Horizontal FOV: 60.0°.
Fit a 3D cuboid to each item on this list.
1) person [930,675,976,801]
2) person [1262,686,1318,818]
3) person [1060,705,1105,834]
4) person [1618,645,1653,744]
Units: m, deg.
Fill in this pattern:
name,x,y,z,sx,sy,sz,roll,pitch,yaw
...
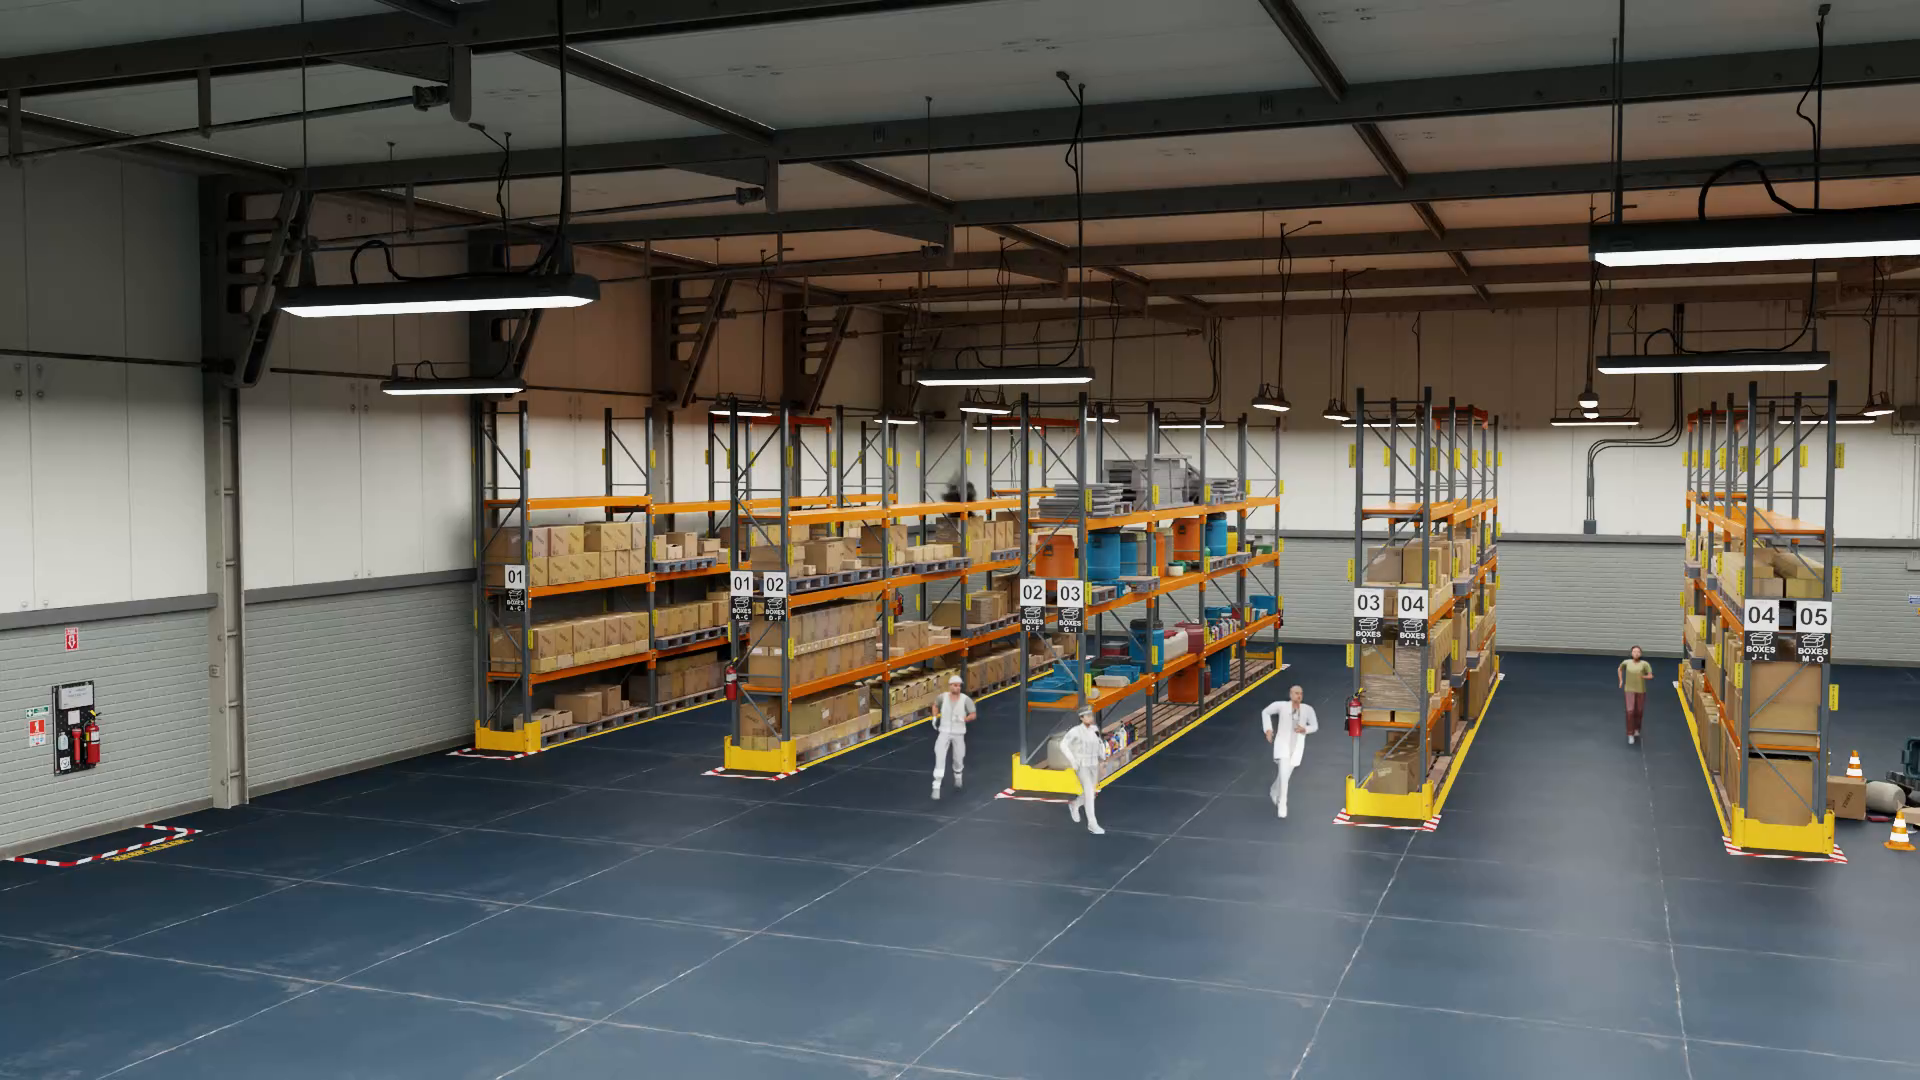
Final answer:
name,x,y,z,sx,sy,sz,roll,pitch,yaw
person,-0.092,2.901,24.764,0.674,1.779,1.008,0,3,3
person,4.711,2.970,23.682,0.727,1.807,0.959,0,3,-10
person,1.678,3.060,22.418,0.630,1.683,0.823,-2,3,-35
person,11.958,2.720,29.442,0.547,1.691,0.812,1,3,17
